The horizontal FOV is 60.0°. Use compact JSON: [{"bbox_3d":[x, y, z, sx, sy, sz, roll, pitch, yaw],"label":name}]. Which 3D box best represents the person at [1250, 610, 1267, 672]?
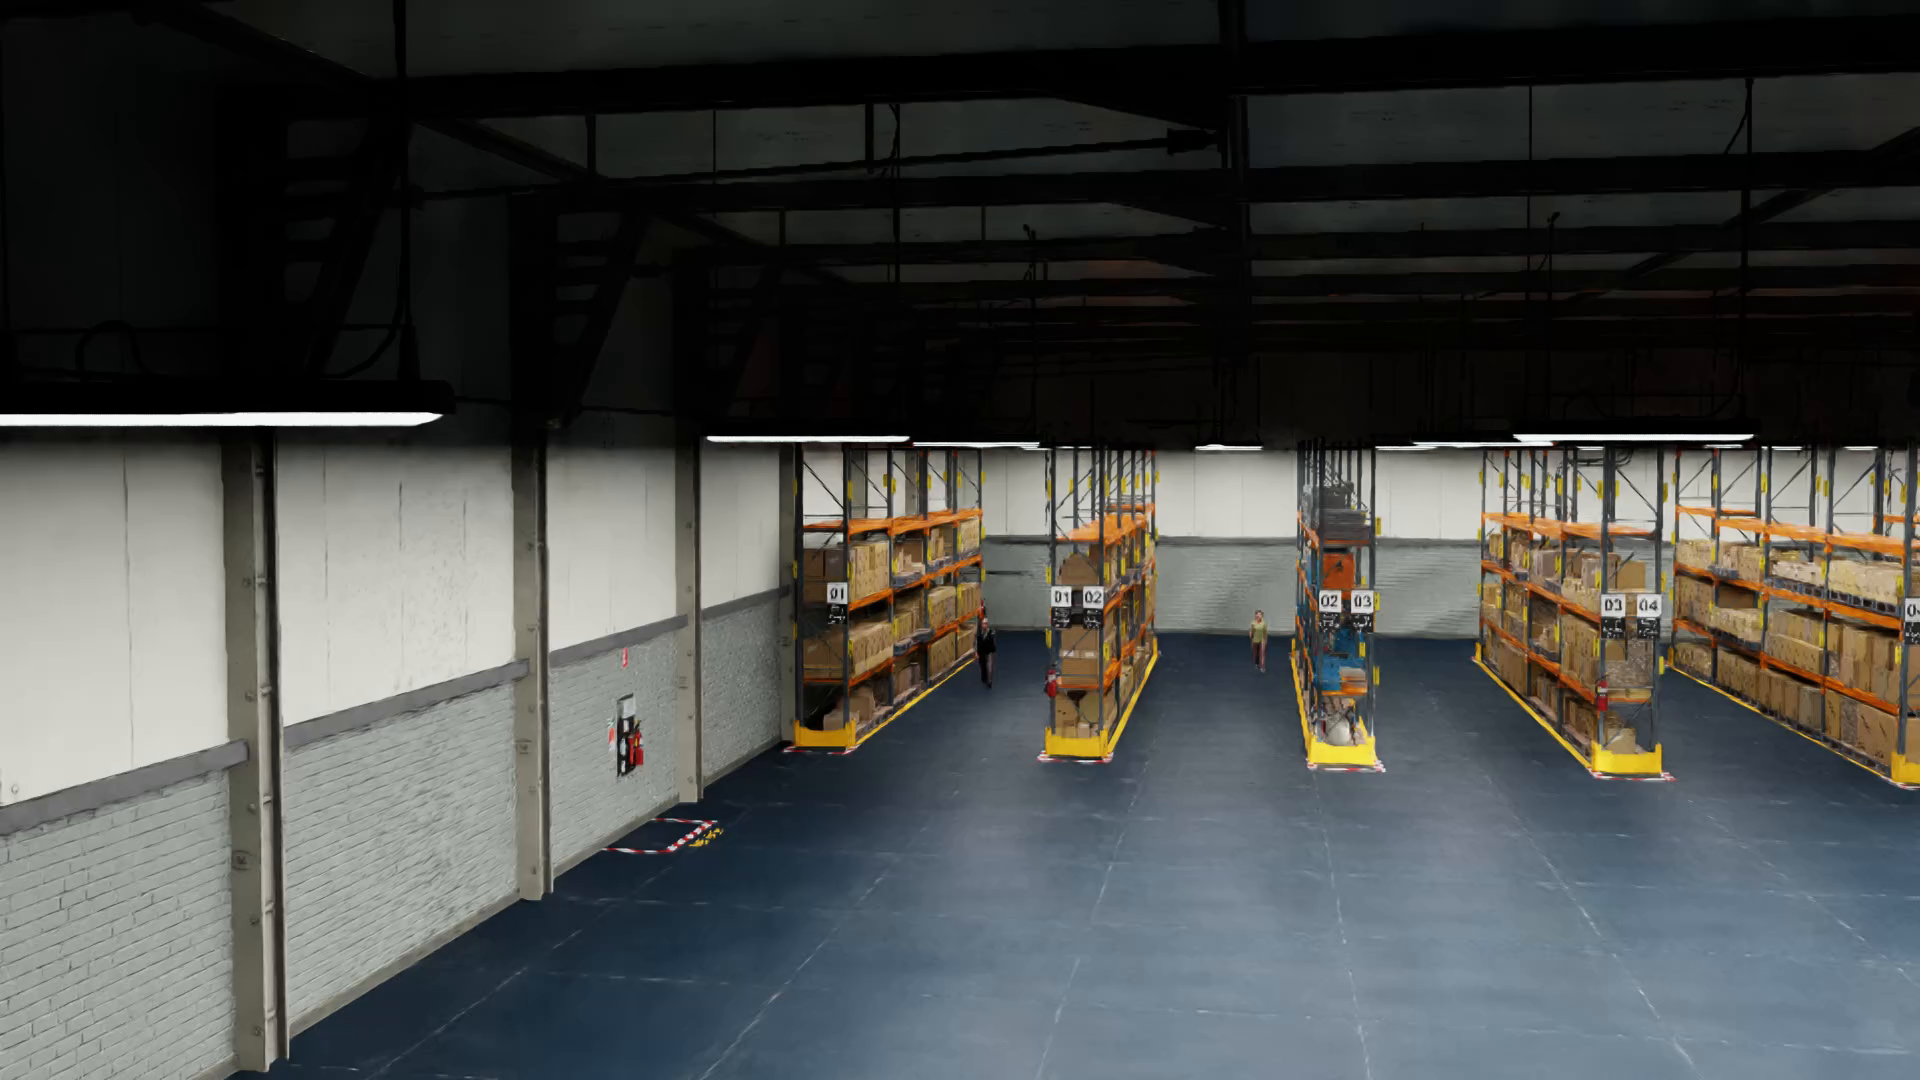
[{"bbox_3d":[7.787,2.615,43.400,0.448,1.590,1.110,1,3,12],"label":"person"}]

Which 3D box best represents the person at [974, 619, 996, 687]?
[{"bbox_3d":[0.603,2.737,40.556,0.546,1.644,1.106,0,3,8],"label":"person"}]
